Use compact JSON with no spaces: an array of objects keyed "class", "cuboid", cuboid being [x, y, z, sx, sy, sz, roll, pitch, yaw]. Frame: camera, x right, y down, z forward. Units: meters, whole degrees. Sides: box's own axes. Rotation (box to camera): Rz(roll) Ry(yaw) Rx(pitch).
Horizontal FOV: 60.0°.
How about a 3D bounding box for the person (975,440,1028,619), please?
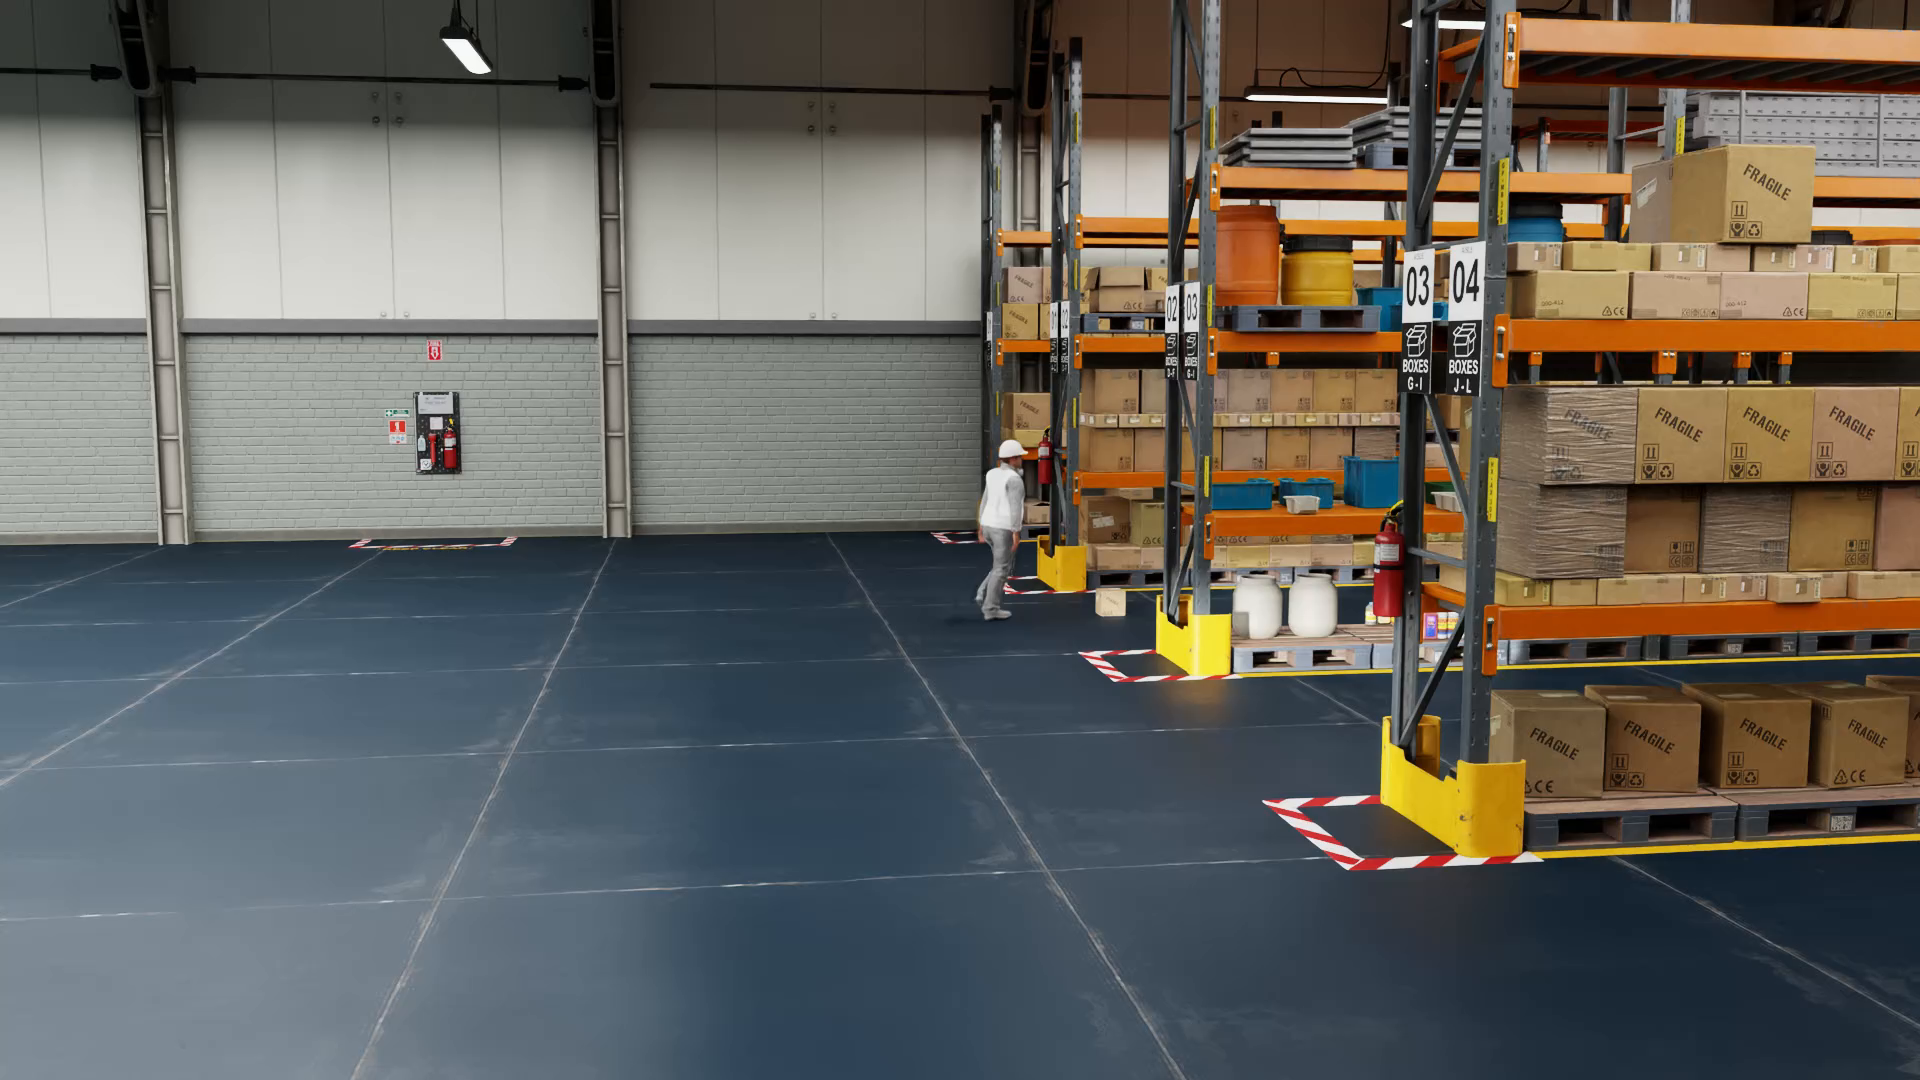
[{"class":"person","cuboid":[0.427,-0.106,16.412,0.476,1.762,0.566,-4,7,-30]}]
